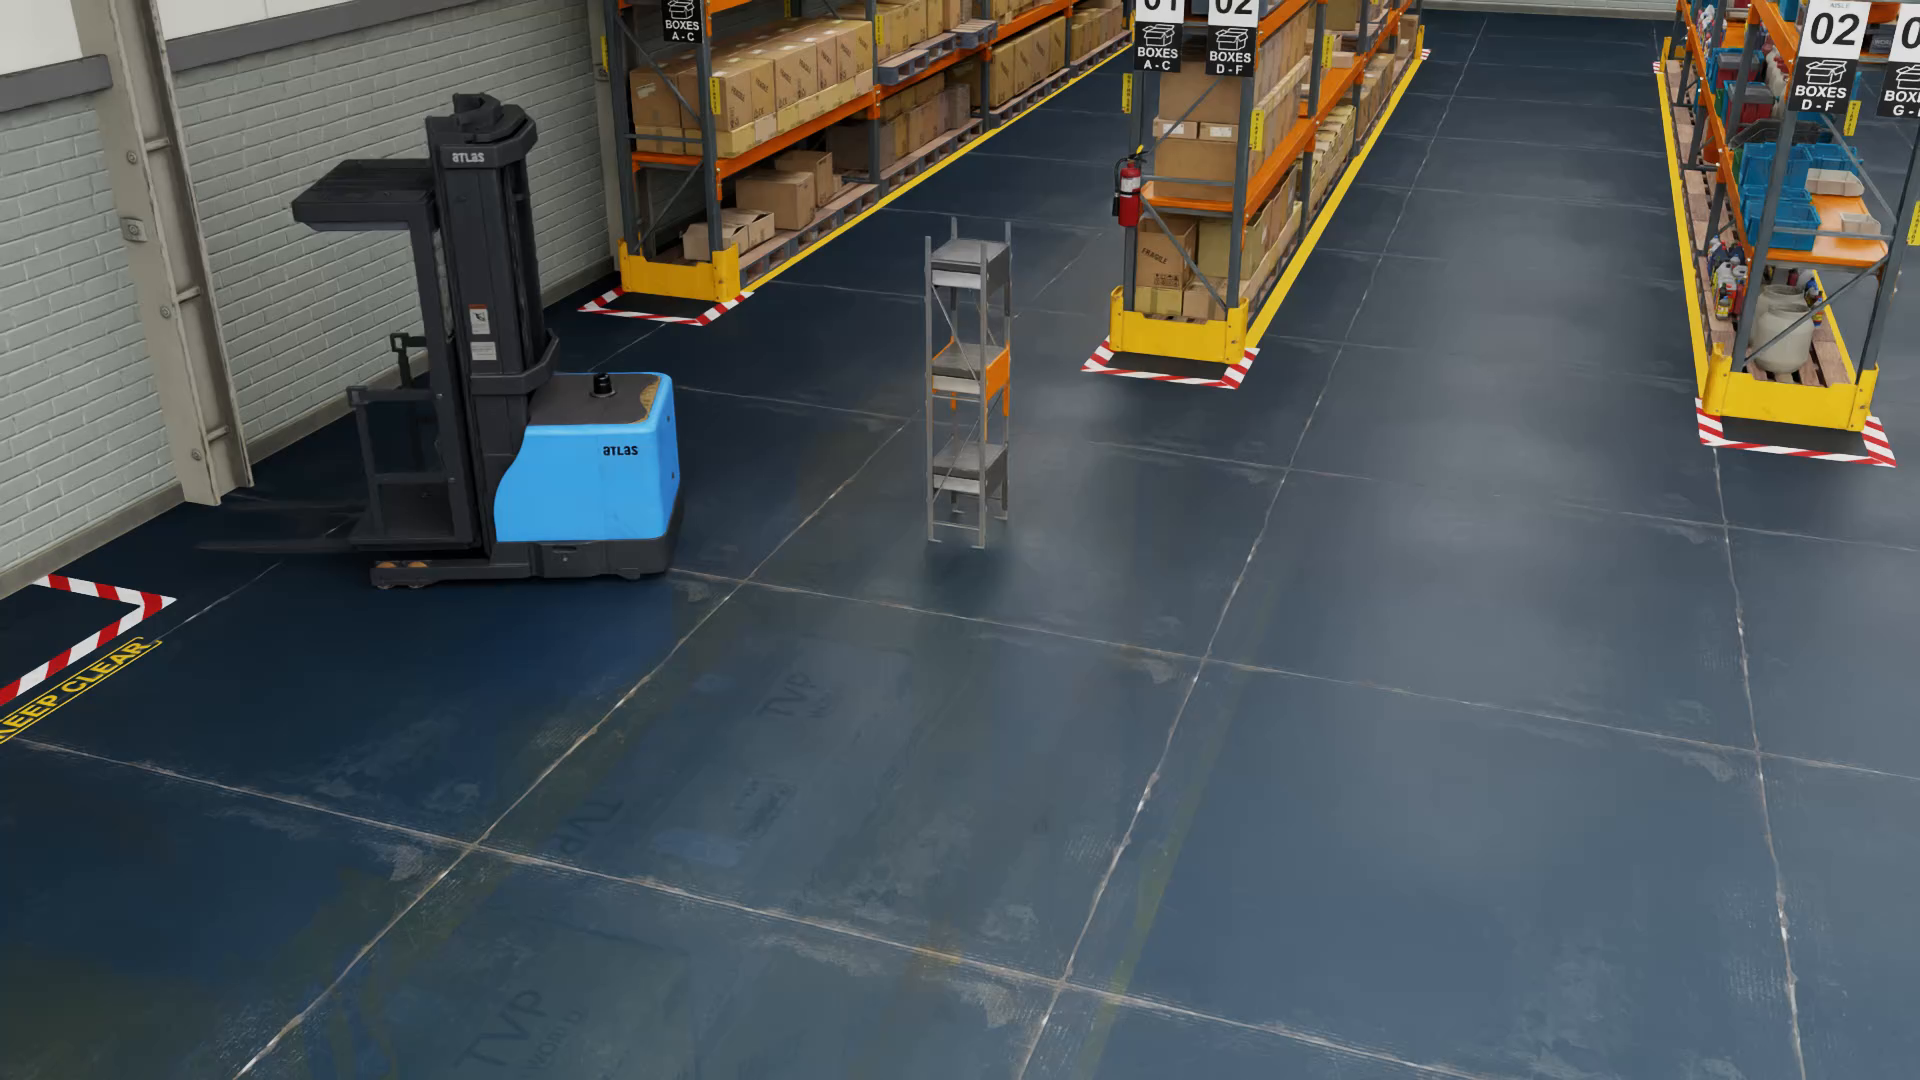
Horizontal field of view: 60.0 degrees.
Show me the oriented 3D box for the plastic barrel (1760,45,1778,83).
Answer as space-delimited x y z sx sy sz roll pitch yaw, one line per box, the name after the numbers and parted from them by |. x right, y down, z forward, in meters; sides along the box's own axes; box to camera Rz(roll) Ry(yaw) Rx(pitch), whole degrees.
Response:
9.111 -5.193 18.404 0.421 0.512 0.421 0 26 0 | plastic barrel

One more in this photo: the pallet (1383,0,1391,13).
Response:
5.544 -7.561 23.644 1.003 0.211 1.213 9 27 17 | pallet

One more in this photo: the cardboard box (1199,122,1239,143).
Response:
2.254 -3.495 14.168 0.380 0.149 0.250 9 27 17 | cardboard box

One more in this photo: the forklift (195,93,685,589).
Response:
-3.401 -1.243 10.454 3.031 2.935 1.130 -1 26 -2 | forklift

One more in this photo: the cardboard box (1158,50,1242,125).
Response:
2.105 -3.869 14.195 0.700 0.500 0.500 9 27 18 | cardboard box

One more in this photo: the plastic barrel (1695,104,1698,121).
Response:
10.150 -5.972 22.069 0.600 0.901 0.708 9 27 17 | plastic barrel

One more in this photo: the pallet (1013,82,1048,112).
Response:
0.651 -6.590 24.619 1.003 0.211 1.213 9 27 17 | pallet

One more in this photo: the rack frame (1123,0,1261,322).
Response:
1.920 -3.028 14.063 1.000 3.000 0.127 9 27 17 | rack frame

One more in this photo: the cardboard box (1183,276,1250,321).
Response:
2.308 -2.168 14.959 0.500 0.250 0.500 9 27 17 | cardboard box

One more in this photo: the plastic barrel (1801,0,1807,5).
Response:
6.849 -4.419 12.795 0.600 0.588 0.600 0 26 0 | plastic barrel

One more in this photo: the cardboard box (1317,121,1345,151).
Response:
4.303 -4.847 19.849 0.500 0.311 0.500 9 27 17 | cardboard box

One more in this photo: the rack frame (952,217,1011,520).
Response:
0.136 -1.113 11.140 0.400 2.100 0.015 9 27 17 | rack frame

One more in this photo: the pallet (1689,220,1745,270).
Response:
8.146 -3.026 17.257 1.003 0.211 1.213 9 27 17 | pallet

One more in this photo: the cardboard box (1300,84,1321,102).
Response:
3.739 -4.894 18.203 0.380 0.149 0.250 9 27 17 | cardboard box

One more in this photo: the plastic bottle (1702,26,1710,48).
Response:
9.471 -6.372 21.103 0.061 0.283 0.133 9 27 17 | plastic bottle

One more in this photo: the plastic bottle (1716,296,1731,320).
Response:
6.788 -2.065 14.780 0.097 0.201 0.097 0 26 0 | plastic bottle

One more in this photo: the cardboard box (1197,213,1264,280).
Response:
2.473 -2.711 15.220 0.500 0.500 0.500 9 27 17 | cardboard box

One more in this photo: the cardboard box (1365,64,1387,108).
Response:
5.680 -6.380 23.349 0.500 0.500 0.500 9 27 18 | cardboard box

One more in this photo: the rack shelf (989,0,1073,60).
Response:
0.575 -7.531 24.187 1.077 0.370 4.000 9 27 17 | rack shelf

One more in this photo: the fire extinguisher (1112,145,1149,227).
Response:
1.443 -3.012 14.118 0.296 0.674 0.183 9 27 17 | fire extinguisher

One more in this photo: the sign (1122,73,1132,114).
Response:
1.413 -3.741 13.933 0.100 0.325 0.005 9 27 17 | sign

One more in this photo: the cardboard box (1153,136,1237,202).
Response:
2.087 -3.263 14.433 0.700 0.500 0.500 9 27 17 | cardboard box

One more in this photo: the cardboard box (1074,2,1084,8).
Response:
1.866 -8.933 27.900 0.380 0.149 0.250 9 27 18 | cardboard box

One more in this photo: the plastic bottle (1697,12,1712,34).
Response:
9.948 -6.899 22.199 0.152 0.276 0.135 9 27 17 | plastic bottle

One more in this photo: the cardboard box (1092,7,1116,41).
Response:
2.267 -8.877 28.528 0.700 0.500 0.500 9 27 17 | cardboard box

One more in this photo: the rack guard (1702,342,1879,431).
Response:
6.571 -1.222 13.199 1.175 0.500 0.348 9 27 17 | rack guard

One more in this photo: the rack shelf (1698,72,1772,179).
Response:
8.586 -4.450 17.825 1.077 0.370 4.000 9 27 17 | rack shelf

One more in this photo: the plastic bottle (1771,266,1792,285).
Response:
7.767 -2.550 15.696 0.152 0.276 0.135 9 27 17 | plastic bottle

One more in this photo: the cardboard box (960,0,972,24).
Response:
-0.237 -7.081 21.814 0.700 0.500 0.500 6 26 11 | cardboard box

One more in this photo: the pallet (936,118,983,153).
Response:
-0.352 -5.457 22.278 1.003 0.211 1.213 9 27 17 | pallet

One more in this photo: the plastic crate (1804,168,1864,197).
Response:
7.619 -3.130 14.574 0.530 0.136 0.437 9 27 17 | plastic crate

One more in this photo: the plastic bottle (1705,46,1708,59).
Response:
9.214 -5.994 20.417 0.097 0.201 0.097 0 26 0 | plastic bottle

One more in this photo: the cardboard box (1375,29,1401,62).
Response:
6.534 -7.807 26.292 0.797 0.503 0.637 9 27 17 | cardboard box

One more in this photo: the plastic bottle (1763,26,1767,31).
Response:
10.345 -6.467 21.307 0.152 0.276 0.135 9 27 17 | plastic bottle

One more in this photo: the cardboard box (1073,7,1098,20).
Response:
2.046 -8.654 27.323 0.380 0.149 0.250 8 27 16 | cardboard box

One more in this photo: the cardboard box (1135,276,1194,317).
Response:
1.820 -2.243 15.114 0.500 0.250 0.500 9 27 17 | cardboard box

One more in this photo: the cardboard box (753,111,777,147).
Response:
-2.131 -4.057 16.336 0.500 0.250 0.500 8 27 16 | cardboard box

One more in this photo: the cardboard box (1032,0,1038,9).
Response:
0.931 -7.877 24.342 0.380 0.149 0.250 8 27 16 | cardboard box

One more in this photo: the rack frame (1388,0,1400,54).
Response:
5.913 -7.960 24.248 1.000 3.000 0.127 9 27 17 | rack frame

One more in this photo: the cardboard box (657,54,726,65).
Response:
-2.619 -4.454 16.296 0.500 0.500 0.500 9 27 18 | cardboard box

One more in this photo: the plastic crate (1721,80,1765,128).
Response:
7.995 -4.444 17.004 0.392 0.384 0.575 9 27 17 | plastic crate

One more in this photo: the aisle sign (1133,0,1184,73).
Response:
1.621 -4.214 13.528 0.394 0.787 0.004 9 27 17 | aisle sign

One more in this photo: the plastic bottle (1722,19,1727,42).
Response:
9.905 -6.647 21.678 0.152 0.276 0.135 9 27 17 | plastic bottle

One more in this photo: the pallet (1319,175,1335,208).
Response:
3.864 -4.229 19.741 1.003 0.211 1.213 9 27 17 | pallet

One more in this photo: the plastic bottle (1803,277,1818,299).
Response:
7.702 -2.244 15.068 0.097 0.271 0.097 0 26 0 | plastic bottle

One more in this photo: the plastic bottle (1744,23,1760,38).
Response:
10.388 -6.737 21.780 0.144 0.351 0.185 9 27 17 | plastic bottle

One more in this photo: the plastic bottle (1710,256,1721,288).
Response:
7.104 -2.517 15.618 0.061 0.283 0.133 10 28 20 | plastic bottle

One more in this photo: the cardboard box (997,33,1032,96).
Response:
0.576 -6.896 24.037 0.750 0.750 0.750 9 27 17 | cardboard box

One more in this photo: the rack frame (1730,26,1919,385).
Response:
6.590 -2.309 12.576 1.000 3.000 0.127 9 27 17 | rack frame

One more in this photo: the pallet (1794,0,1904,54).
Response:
6.957 -3.899 12.636 1.003 0.211 1.213 9 27 17 | pallet

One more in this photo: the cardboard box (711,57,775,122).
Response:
-2.136 -4.378 16.140 0.500 0.500 0.500 9 27 18 | cardboard box

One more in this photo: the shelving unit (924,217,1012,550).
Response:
0.055 -1.013 10.933 0.431 2.100 0.503 9 27 17 | shelving unit

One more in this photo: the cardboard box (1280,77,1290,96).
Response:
2.939 -4.345 15.922 0.380 0.149 0.250 10 27 19 | cardboard box

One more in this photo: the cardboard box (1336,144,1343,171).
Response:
4.299 -4.597 19.976 0.500 0.250 0.500 9 27 19 | cardboard box

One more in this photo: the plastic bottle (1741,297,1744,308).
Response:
7.067 -2.212 15.082 0.097 0.201 0.097 0 26 0 | plastic bottle

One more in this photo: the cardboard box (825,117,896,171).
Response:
-1.192 -4.767 20.017 0.700 0.500 0.500 10 27 19 | cardboard box

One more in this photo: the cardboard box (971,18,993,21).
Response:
0.238 -7.030 22.594 0.380 0.149 0.250 8 27 17 | cardboard box

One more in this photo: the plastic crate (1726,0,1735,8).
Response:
11.265 -7.814 24.015 0.437 0.282 0.530 9 27 17 | plastic crate
